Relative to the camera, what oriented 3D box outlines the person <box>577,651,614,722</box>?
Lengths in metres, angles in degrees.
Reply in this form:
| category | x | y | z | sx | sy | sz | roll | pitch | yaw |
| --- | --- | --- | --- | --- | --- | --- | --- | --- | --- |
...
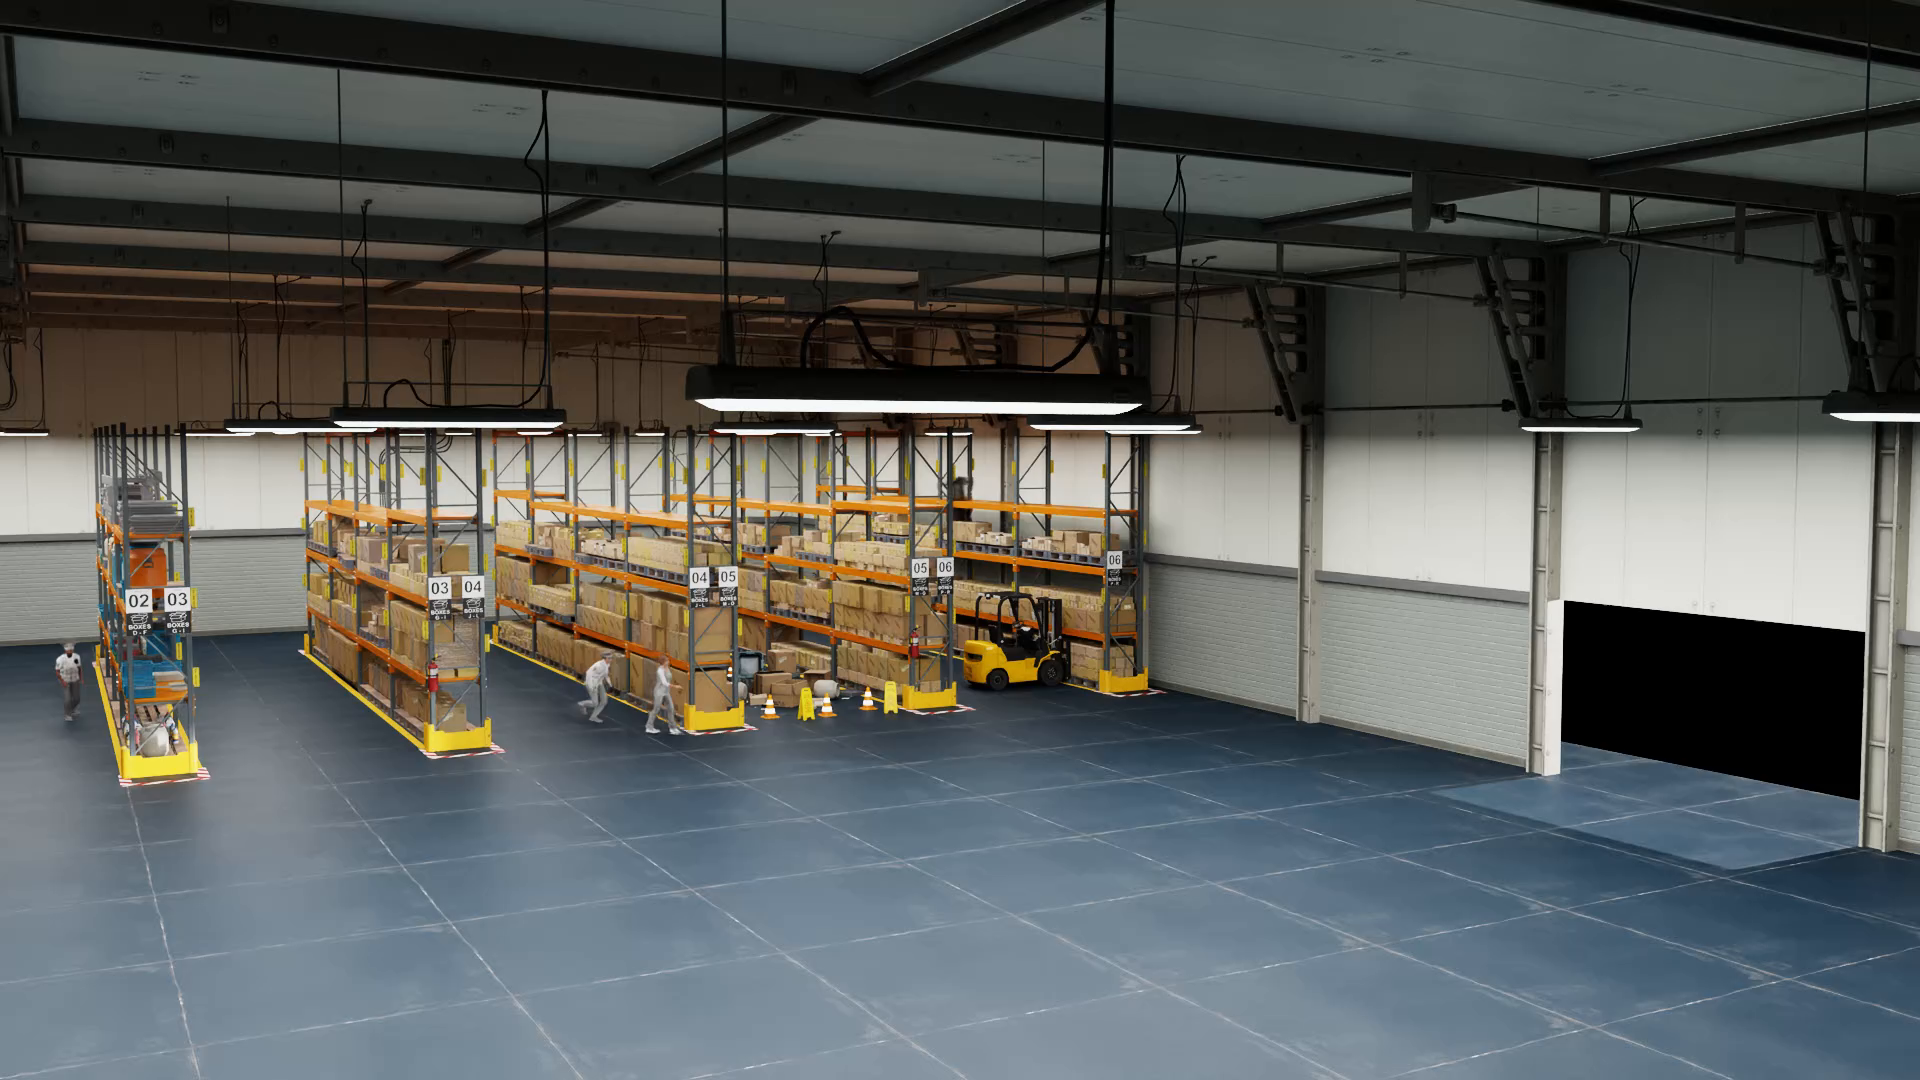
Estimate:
| category | x | y | z | sx | sy | sz | roll | pitch | yaw |
| --- | --- | --- | --- | --- | --- | --- | --- | --- | --- |
| person | -7.390 | 2.961 | 33.645 | 0.913 | 1.476 | 0.630 | 2 | 4 | 27 |

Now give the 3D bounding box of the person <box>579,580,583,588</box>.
| category | x | y | z | sx | sy | sz | roll | pitch | yaw |
| --- | --- | --- | --- | --- | --- | --- | --- | --- | --- |
| person | -10.870 | 1.992 | 48.137 | 0.973 | 1.669 | 0.671 | 0 | 3 | -4 |

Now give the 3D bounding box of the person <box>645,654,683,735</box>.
| category | x | y | z | sx | sy | sz | roll | pitch | yaw |
| --- | --- | --- | --- | --- | --- | --- | --- | --- | --- |
| person | -5.705 | 3.035 | 32.128 | 0.813 | 1.493 | 0.476 | 1 | 4 | 20 |

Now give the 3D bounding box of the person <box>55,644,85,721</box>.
| category | x | y | z | sx | sy | sz | roll | pitch | yaw |
| --- | --- | --- | --- | --- | --- | --- | --- | --- | --- |
| person | -18.162 | 2.875 | 33.901 | 0.761 | 1.605 | 0.580 | 3 | 5 | 43 |
